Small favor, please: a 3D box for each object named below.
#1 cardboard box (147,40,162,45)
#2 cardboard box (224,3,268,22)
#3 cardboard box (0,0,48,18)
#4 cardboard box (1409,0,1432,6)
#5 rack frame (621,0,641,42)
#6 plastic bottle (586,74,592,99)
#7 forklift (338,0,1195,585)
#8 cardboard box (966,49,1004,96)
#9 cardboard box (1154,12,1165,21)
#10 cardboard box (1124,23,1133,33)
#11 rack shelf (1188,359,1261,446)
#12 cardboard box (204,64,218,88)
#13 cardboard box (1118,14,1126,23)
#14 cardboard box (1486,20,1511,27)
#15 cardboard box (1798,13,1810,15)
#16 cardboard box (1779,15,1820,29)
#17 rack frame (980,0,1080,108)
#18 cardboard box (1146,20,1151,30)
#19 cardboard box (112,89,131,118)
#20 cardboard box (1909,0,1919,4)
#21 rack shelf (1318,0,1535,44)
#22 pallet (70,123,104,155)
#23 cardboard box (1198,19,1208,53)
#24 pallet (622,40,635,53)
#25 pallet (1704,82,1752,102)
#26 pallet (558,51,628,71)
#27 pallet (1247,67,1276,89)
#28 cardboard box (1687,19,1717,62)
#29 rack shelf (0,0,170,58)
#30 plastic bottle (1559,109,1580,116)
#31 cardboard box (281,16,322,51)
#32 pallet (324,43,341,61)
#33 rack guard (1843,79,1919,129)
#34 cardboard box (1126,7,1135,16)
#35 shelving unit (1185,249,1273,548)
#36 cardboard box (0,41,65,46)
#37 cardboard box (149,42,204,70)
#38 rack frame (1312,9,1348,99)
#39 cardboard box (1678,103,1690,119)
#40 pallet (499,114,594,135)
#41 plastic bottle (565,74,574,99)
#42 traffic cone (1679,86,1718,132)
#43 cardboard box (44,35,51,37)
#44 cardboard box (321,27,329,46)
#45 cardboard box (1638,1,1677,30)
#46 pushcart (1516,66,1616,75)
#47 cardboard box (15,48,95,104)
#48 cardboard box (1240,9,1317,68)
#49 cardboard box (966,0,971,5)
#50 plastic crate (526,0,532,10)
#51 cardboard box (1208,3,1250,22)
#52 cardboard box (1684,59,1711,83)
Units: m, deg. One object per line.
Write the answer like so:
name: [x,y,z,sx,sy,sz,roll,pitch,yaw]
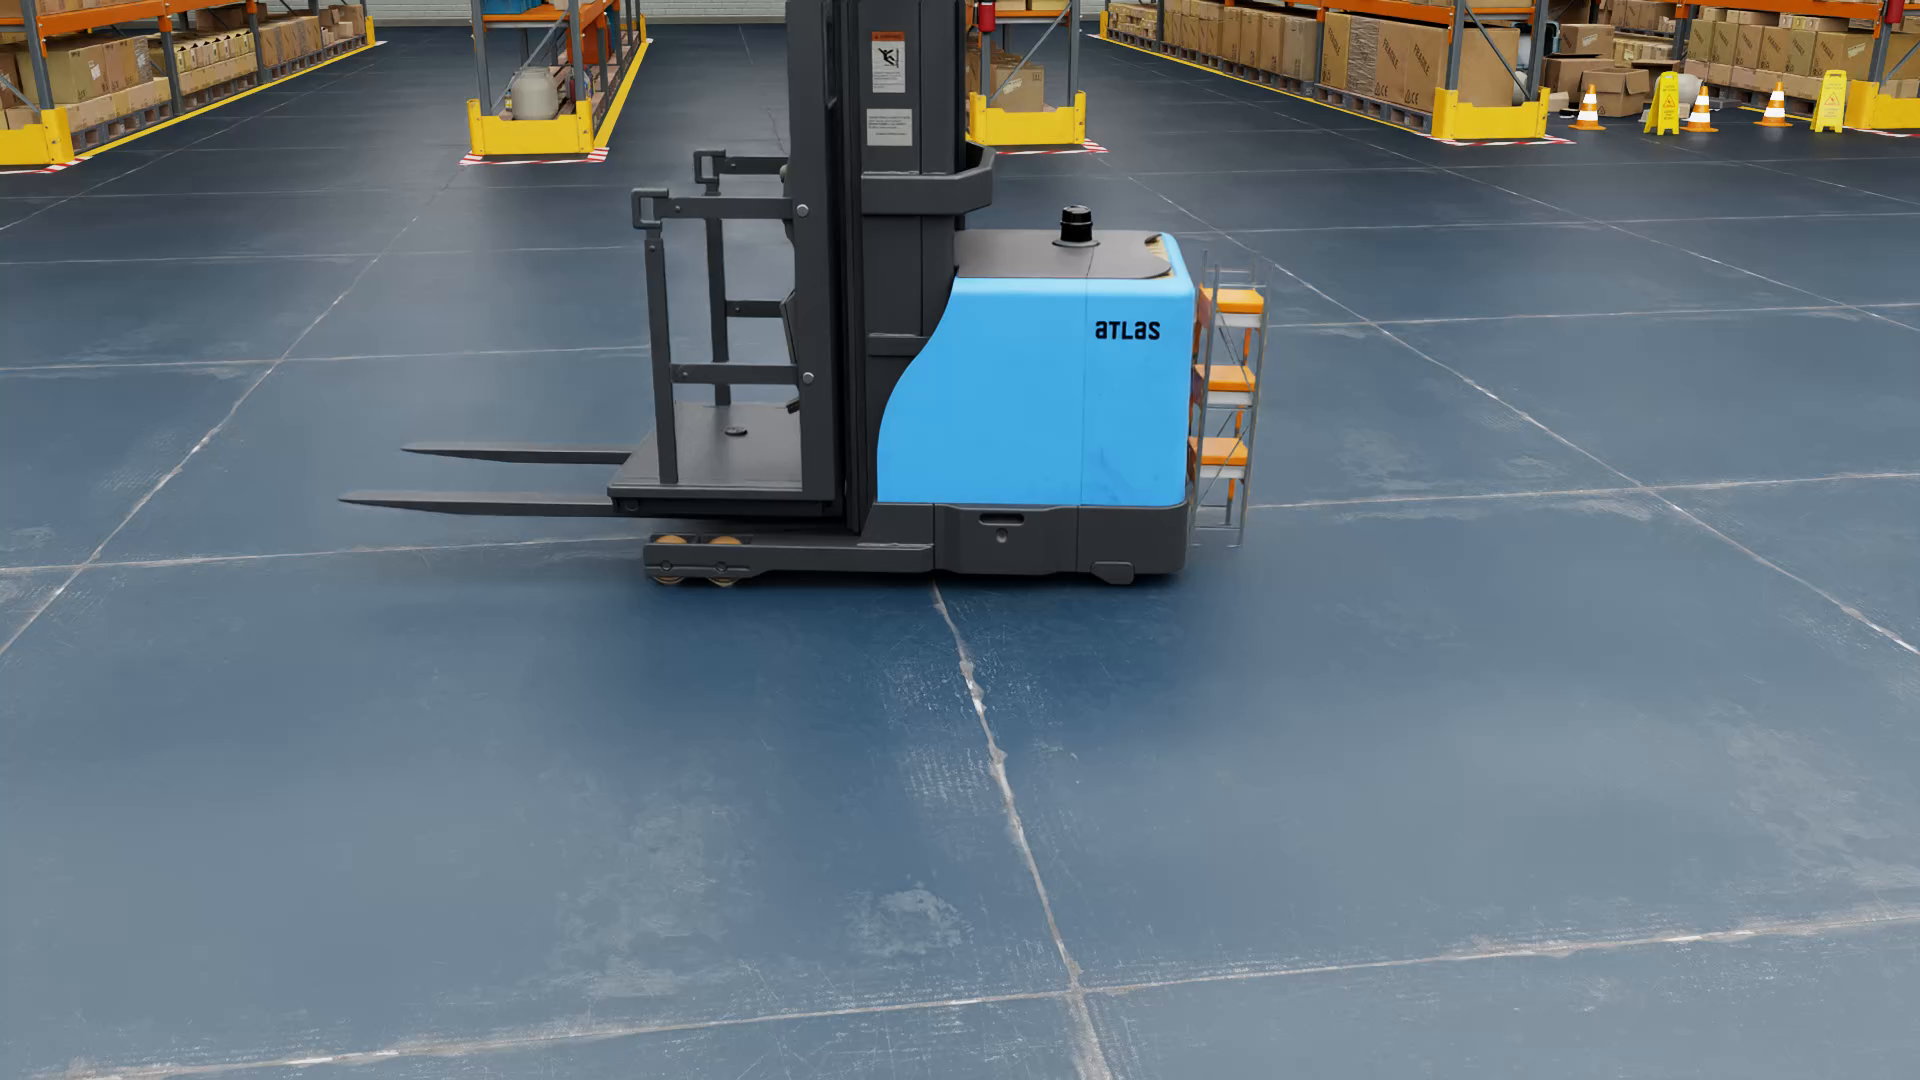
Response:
cardboard box: [-10.166,-6.044,20.639,0.500,0.311,0.500,-3,21,-8]
cardboard box: [-10.853,-8.024,25.285,0.500,0.250,0.500,-3,21,-8]
cardboard box: [-9.151,-5.218,15.757,0.700,0.500,0.500,-3,21,-8]
cardboard box: [5.431,-6.108,18.069,0.875,0.550,0.550,-3,21,-8]
rack frame: [-6.501,-10.797,30.838,1.000,3.000,0.127,-3,21,-8]
plastic bottle: [-4.300,-5.247,19.230,0.061,0.283,0.133,-2,21,-4]
forklift: [-0.706,-1.399,5.771,3.031,2.935,1.130,1,21,3]
cardboard box: [0.239,-5.580,19.840,0.500,0.500,0.500,4,21,9]
cardboard box: [3.591,-9.127,28.991,0.380,0.149,0.250,-2,21,-6]
cardboard box: [3.253,-9.486,30.800,0.380,0.149,0.250,-4,21,-10]
rack shelf: [0.959,-0.500,6.071,0.215,0.259,0.240,2,20,-3]
cardboard box: [-9.636,-5.811,20.817,0.500,0.250,0.500,-4,21,-9]
cardboard box: [3.181,-9.796,31.207,0.380,0.149,0.250,-2,21,-6]
cardboard box: [9.219,-8.531,27.206,0.875,0.875,0.875,-3,21,-7]
cardboard box: [13.880,-8.609,27.025,0.380,0.149,0.250,-4,21,-11]
cardboard box: [9.951,-6.137,19.692,0.380,0.149,0.250,-2,21,-5]
rack frame: [0.707,-5.507,16.674,1.000,3.000,0.127,-3,21,-8]
cardboard box: [3.489,-9.064,29.246,0.380,0.149,0.250,-4,21,-10]
cardboard box: [-9.168,-4.634,17.666,0.500,0.250,0.500,-3,21,-8]
cardboard box: [10.669,-6.017,18.399,0.380,0.149,0.250,-3,21,-8]
rack shelf: [5.341,-6.078,19.230,1.077,0.370,4.000,-3,21,-8]
pallet: [-9.248,-3.965,16.531,1.003,0.211,1.213,-3,21,-8]
cardboard box: [4.052,-7.913,26.087,0.500,0.500,0.500,-2,21,-6]
pallet: [-6.068,-8.359,28.294,1.003,0.211,1.213,-3,21,-8]
pallet: [10.069,-5.855,21.591,1.003,0.211,1.213,-3,21,-8]
pallet: [-5.675,-7.413,25.763,1.003,0.211,1.213,-3,21,-8]
pallet: [4.688,-6.488,23.285,1.003,0.211,1.213,-3,21,-8]
cardboard box: [9.755,-6.434,21.414,0.500,0.500,0.500,-2,21,-5]
rack shelf: [-9.385,-5.364,17.320,1.077,0.370,4.000,-3,21,-8]
plastic bottle: [7.207,-5.075,19.716,0.133,0.061,0.283,-11,23,-26]
cardboard box: [-10.471,-8.042,26.406,0.500,0.500,0.500,-3,21,-8]
pallet: [-10.924,-8.095,27.589,1.003,0.211,1.213,-3,21,-8]
rack guard: [10.503,-4.862,18.520,1.175,0.500,0.348,-3,21,-8]
cardboard box: [3.272,-9.749,30.655,0.380,0.149,0.250,-3,21,-7]
shelving unit: [0.959,-0.510,6.067,0.215,1.050,0.252,2,20,-3]
cardboard box: [-9.698,-4.958,17.462,0.500,0.500,0.500,-3,21,-8]
cardboard box: [-9.553,-5.894,20.239,0.500,0.311,0.500,-3,21,-8]
rack frame: [5.053,-7.107,20.959,1.000,3.000,0.127,-3,21,-8]
cardboard box: [8.326,-5.023,19.453,0.380,0.149,0.250,8,22,20]
pallet: [-4.364,-4.257,17.311,1.003,0.211,1.213,-3,21,-8]
plastic bottle: [-4.508,-5.282,19.334,0.152,0.276,0.135,-3,21,-8]
traffic cone: [8.126,-4.729,18.216,0.336,0.463,0.334,-3,21,-8]
cardboard box: [-15.959,-8.739,28.298,0.700,0.500,0.500,-4,21,-10]
cardboard box: [-10.673,-8.267,27.276,0.500,0.311,0.500,-3,21,-8]
cardboard box: [13.347,-9.950,31.543,0.700,0.500,0.500,-4,21,-10]
pushcart: [7.688,-6.031,21.825,1.648,0.377,0.936,-11,23,-26]
cardboard box: [-9.028,-4.639,16.607,0.500,0.500,0.500,-3,21,-8]
cardboard box: [4.605,-7.117,23.600,1.050,0.750,0.750,-3,21,-7]
cardboard box: [0.265,-5.910,18.111,0.380,0.149,0.250,-3,21,-8]
plastic crate: [-4.650,-5.571,17.058,0.499,0.251,0.408,-3,21,-8]
cardboard box: [4.119,-8.093,25.498,0.500,0.250,0.500,-3,21,-9]
cardboard box: [9.755,-6.083,21.545,0.500,0.250,0.500,-4,21,-10]
